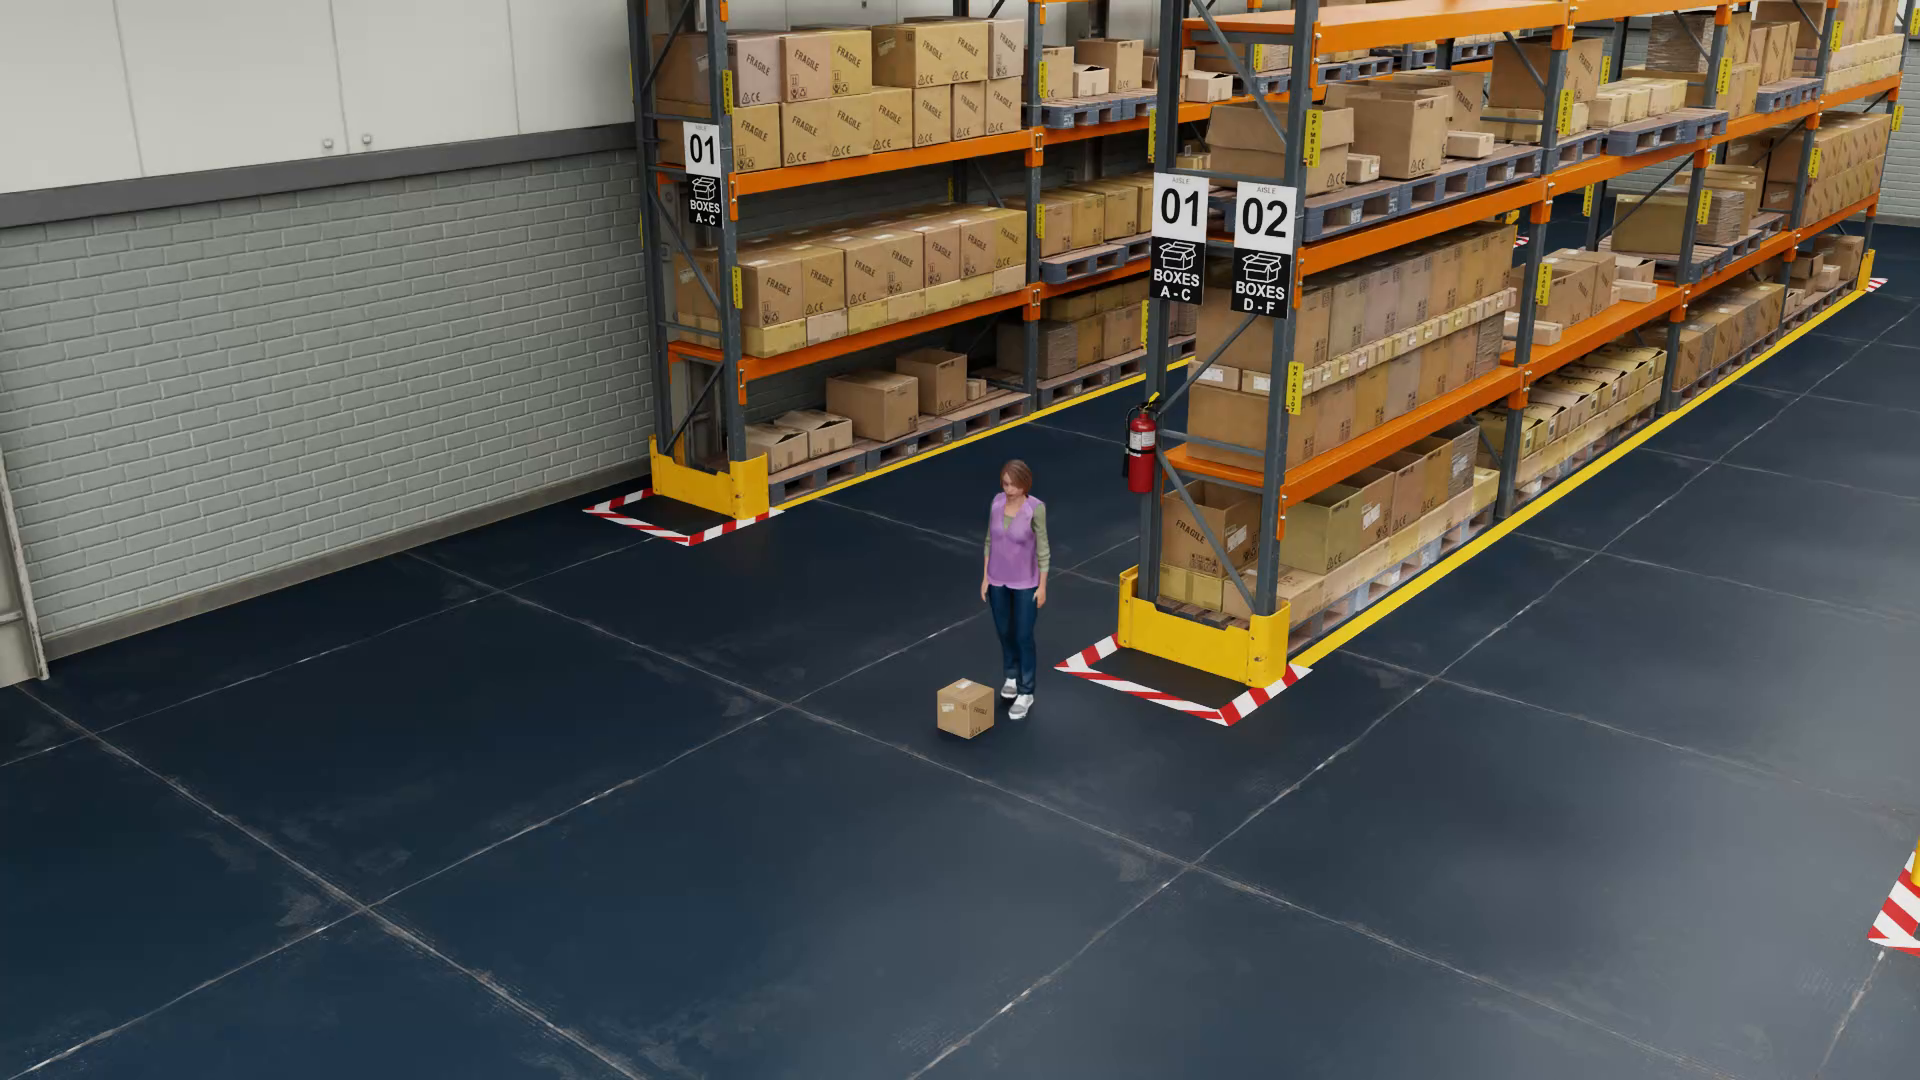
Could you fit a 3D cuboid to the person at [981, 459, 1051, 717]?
[{"bbox_3d":[0.348,0.278,10.333,0.430,1.612,0.460,11,23,27],"label":"person"}]
